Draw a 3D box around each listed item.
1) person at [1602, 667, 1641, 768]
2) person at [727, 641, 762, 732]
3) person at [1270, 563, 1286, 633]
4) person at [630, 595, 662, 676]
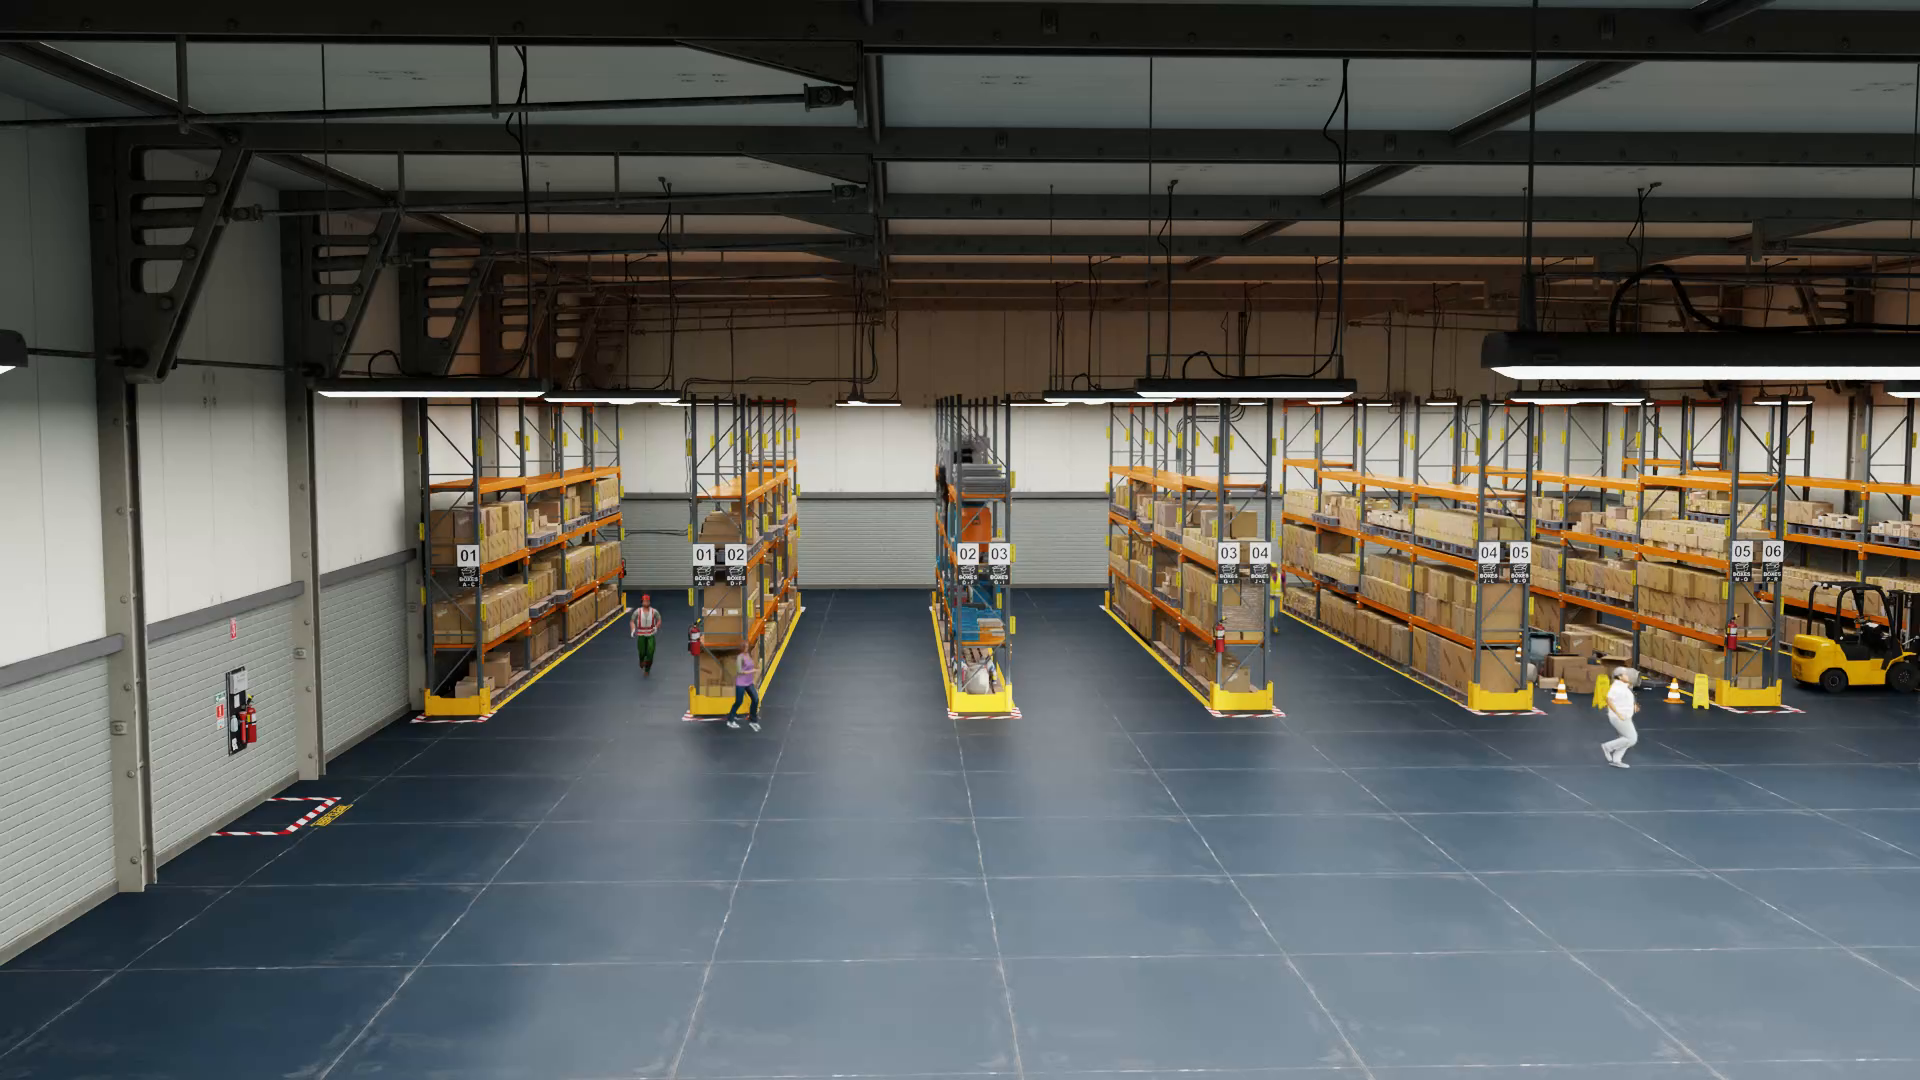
[{"bbox_3d":[10.569,2.829,26.554,0.547,1.624,0.607,2,5,29],"label":"person"},{"bbox_3d":[-3.830,2.593,29.514,0.699,1.632,0.539,2,5,27],"label":"person"},{"bbox_3d":[8.076,1.452,42.890,0.724,1.759,0.865,0,4,-1],"label":"person"},{"bbox_3d":[-6.733,2.048,35.714,0.658,1.738,0.591,-1,5,-15],"label":"person"}]
